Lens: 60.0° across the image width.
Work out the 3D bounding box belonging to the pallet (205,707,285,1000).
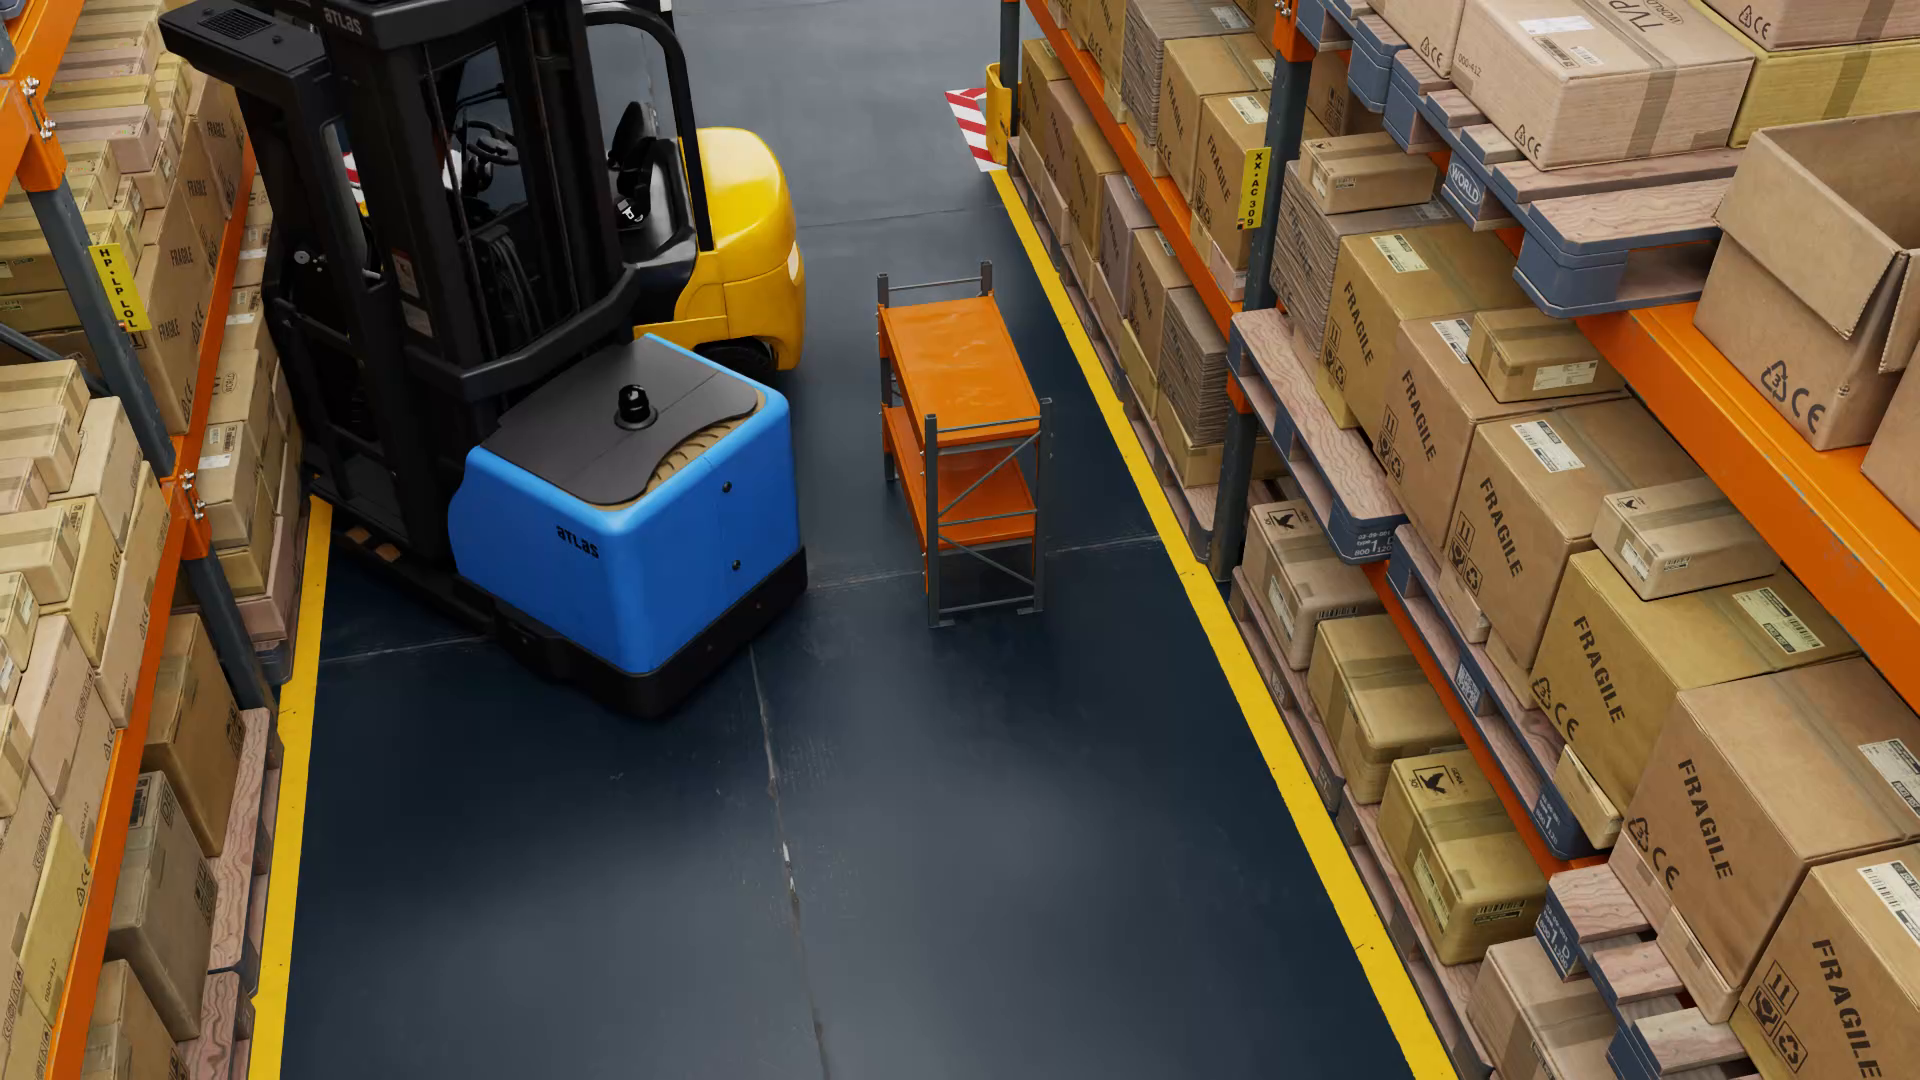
[{"bbox_3d":[-3.047,1.190,6.032,1.003,0.211,1.213,-8,42,-9],"label":"pallet"}]

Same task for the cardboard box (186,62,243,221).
[{"bbox_3d":[-3.412,-1.680,7.089,0.500,0.500,0.500,-8,42,-9],"label":"cardboard box"}]

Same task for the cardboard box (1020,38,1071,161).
[{"bbox_3d":[0.648,-2.463,9.236,0.500,0.500,0.500,-10,43,-11],"label":"cardboard box"}]

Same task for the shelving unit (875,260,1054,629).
[{"bbox_3d":[0.001,-0.416,7.153,0.538,1.125,1.048,-8,42,-9],"label":"shelving unit"}]

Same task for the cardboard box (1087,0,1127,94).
[{"bbox_3d":[0.913,-2.439,7.721,0.500,0.500,0.500,-9,42,-10],"label":"cardboard box"}]

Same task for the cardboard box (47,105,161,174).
[{"bbox_3d":[-3.187,-1.467,6.137,0.380,0.149,0.250,-7,42,-8],"label":"cardboard box"}]

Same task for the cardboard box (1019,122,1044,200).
[{"bbox_3d":[0.642,-2.197,9.503,0.500,0.250,0.500,-9,42,-10],"label":"cardboard box"}]

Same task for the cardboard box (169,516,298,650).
[{"bbox_3d":[-3.025,0.185,6.818,0.500,0.250,0.500,-8,42,-9],"label":"cardboard box"}]

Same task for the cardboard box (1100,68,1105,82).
[{"bbox_3d":[0.898,-2.270,8.019,0.380,0.149,0.250,-9,42,-10],"label":"cardboard box"}]

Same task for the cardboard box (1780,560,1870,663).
[{"bbox_3d":[2.353,0.244,4.382,0.500,0.500,0.500,-8,42,-9],"label":"cardboard box"}]

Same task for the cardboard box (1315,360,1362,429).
[{"bbox_3d":[1.458,-0.535,5.748,0.380,0.149,0.250,-8,42,-8],"label":"cardboard box"}]

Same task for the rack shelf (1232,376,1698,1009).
[{"bbox_3d":[2.033,0.527,5.220,1.077,0.370,4.000,-8,42,-9],"label":"rack shelf"}]

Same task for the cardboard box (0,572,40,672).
[{"bbox_3d":[-2.697,0.246,4.431,0.380,0.149,0.250,-9,42,-10],"label":"cardboard box"}]

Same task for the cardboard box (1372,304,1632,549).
[{"bbox_3d":[1.625,-0.352,5.053,0.500,0.500,0.500,-9,42,-10],"label":"cardboard box"}]

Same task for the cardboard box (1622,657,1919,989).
[{"bbox_3d":[1.973,0.660,3.913,0.500,0.500,0.500,-9,42,-10],"label":"cardboard box"}]

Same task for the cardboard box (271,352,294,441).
[{"bbox_3d":[-3.255,-0.652,7.385,0.500,0.250,0.500,-9,42,-10],"label":"cardboard box"}]

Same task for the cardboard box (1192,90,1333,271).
[{"bbox_3d":[1.263,-1.439,6.594,0.500,0.500,0.500,-9,42,-10],"label":"cardboard box"}]

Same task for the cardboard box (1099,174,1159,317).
[{"bbox_3d":[0.989,-1.453,8.099,0.500,0.500,0.500,-6,42,-7],"label":"cardboard box"}]

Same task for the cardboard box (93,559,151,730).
[{"bbox_3d":[-2.766,0.346,4.996,0.500,0.250,0.500,-9,42,-10],"label":"cardboard box"}]

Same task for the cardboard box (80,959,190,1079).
[{"bbox_3d":[-2.796,1.734,4.791,0.875,0.625,0.625,-10,43,-11],"label":"cardboard box"}]

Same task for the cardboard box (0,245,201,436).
[{"bbox_3d":[-3.085,-0.687,5.971,0.500,0.500,0.500,-9,42,-10],"label":"cardboard box"}]

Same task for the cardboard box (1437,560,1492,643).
[{"bbox_3d":[1.667,0.151,4.975,0.380,0.149,0.250,-7,42,-8],"label":"cardboard box"}]

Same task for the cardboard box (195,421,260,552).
[{"bbox_3d":[-3.042,-0.186,6.483,0.500,0.250,0.500,-9,42,-10],"label":"cardboard box"}]

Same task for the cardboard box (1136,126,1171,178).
[{"bbox_3d":[1.012,-1.767,7.452,0.380,0.149,0.250,-9,42,-10],"label":"cardboard box"}]

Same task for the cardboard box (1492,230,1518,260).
[{"bbox_3d":[2.034,-0.756,5.509,0.500,0.500,0.500,-8,42,-9],"label":"cardboard box"}]

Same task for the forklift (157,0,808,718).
[{"bbox_3d":[-2.151,-1.176,6.649,3.031,2.935,1.130,26,48,26],"label":"forklift"}]

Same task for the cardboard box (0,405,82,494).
[{"bbox_3d":[-2.880,-0.250,4.990,0.380,0.149,0.250,-9,42,-10],"label":"cardboard box"}]

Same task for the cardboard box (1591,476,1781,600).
[{"bbox_3d":[1.836,-0.014,4.184,0.380,0.149,0.250,-10,43,-11],"label":"cardboard box"}]

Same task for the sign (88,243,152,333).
[{"bbox_3d":[-2.716,-0.812,5.375,0.100,0.325,0.005,-8,42,-9],"label":"sign"}]

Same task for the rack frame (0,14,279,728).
[{"bbox_3d":[-3.244,-0.325,5.638,1.000,3.000,0.127,-8,42,-9],"label":"rack frame"}]

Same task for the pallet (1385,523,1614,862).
[{"bbox_3d":[1.998,0.349,5.024,1.003,0.211,1.213,-8,42,-9],"label":"pallet"}]

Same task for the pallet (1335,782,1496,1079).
[{"bbox_3d":[2.038,1.301,5.907,1.003,0.211,1.213,-8,42,-9],"label":"pallet"}]

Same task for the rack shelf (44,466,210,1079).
[{"bbox_3d":[-2.813,1.241,4.416,1.077,0.370,4.000,-8,42,-9],"label":"rack shelf"}]

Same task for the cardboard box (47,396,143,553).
[{"bbox_3d":[-2.889,-0.174,5.205,0.500,0.250,0.500,-9,42,-10],"label":"cardboard box"}]

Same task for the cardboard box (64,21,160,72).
[{"bbox_3d":[-3.450,-1.948,6.679,0.380,0.149,0.250,-8,42,-9],"label":"cardboard box"}]

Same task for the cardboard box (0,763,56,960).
[{"bbox_3d":[-2.575,0.820,4.084,0.500,0.250,0.500,-8,42,-9],"label":"cardboard box"}]

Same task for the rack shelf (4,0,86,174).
[{"bbox_3d":[-3.676,-2.474,6.342,1.077,0.370,4.000,-8,42,-9],"label":"rack shelf"}]

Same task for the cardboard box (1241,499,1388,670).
[{"bbox_3d":[1.717,0.127,6.792,0.950,0.372,0.625,-8,42,-9],"label":"cardboard box"}]

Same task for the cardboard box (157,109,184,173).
[{"bbox_3d":[-3.233,-1.522,6.423,0.380,0.149,0.250,-9,42,-10],"label":"cardboard box"}]

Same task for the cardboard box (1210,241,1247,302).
[{"bbox_3d":[1.235,-1.109,6.711,0.380,0.149,0.250,-9,42,-10],"label":"cardboard box"}]

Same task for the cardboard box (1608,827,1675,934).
[{"bbox_3d":[1.891,0.828,4.212,0.380,0.149,0.250,-10,43,-11],"label":"cardboard box"}]

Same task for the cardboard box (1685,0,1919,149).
[{"bbox_3d":[2.082,-1.244,4.211,0.500,0.250,0.500,-8,42,-9],"label":"cardboard box"}]

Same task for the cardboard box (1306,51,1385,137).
[{"bbox_3d":[1.718,-1.877,6.334,0.700,0.500,0.500,-9,42,-10],"label":"cardboard box"}]

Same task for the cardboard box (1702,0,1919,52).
[{"bbox_3d":[2.093,-1.432,4.046,0.500,0.250,0.500,-8,42,-9],"label":"cardboard box"}]

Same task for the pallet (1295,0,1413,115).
[{"bbox_3d":[1.631,-1.675,5.041,1.213,0.211,1.003,-8,42,-9],"label":"pallet"}]

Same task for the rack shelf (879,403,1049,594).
[{"bbox_3d":[0.001,-0.233,7.316,0.538,0.278,1.000,-8,42,-9],"label":"rack shelf"}]

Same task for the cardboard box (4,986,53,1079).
[{"bbox_3d":[-2.460,1.342,3.874,0.500,0.250,0.500,-10,42,-11],"label":"cardboard box"}]

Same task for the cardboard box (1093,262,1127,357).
[{"bbox_3d":[0.982,-1.186,8.363,0.500,0.250,0.500,-8,42,-9],"label":"cardboard box"}]

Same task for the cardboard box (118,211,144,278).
[{"bbox_3d":[-3.114,-1.017,5.854,0.380,0.149,0.250,-7,42,-8],"label":"cardboard box"}]

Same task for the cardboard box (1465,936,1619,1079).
[{"bbox_3d":[2.186,1.535,5.206,0.950,0.372,0.625,-9,42,-10],"label":"cardboard box"}]

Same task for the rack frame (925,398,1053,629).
[{"bbox_3d":[0.111,-0.087,6.782,0.500,1.125,0.032,-8,42,-9],"label":"rack frame"}]

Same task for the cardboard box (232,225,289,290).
[{"bbox_3d":[-3.367,-1.181,7.605,0.500,0.250,0.500,-9,42,-10],"label":"cardboard box"}]

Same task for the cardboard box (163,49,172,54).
[{"bbox_3d":[-3.493,-2.010,6.973,0.380,0.149,0.250,-9,42,-10],"label":"cardboard box"}]

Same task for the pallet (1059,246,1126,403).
[{"bbox_3d":[1.155,-1.218,8.745,1.003,0.211,1.213,-8,42,-9],"label":"pallet"}]

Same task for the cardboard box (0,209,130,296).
[{"bbox_3d":[-3.023,-0.965,5.571,0.380,0.149,0.250,-8,42,-8],"label":"cardboard box"}]
